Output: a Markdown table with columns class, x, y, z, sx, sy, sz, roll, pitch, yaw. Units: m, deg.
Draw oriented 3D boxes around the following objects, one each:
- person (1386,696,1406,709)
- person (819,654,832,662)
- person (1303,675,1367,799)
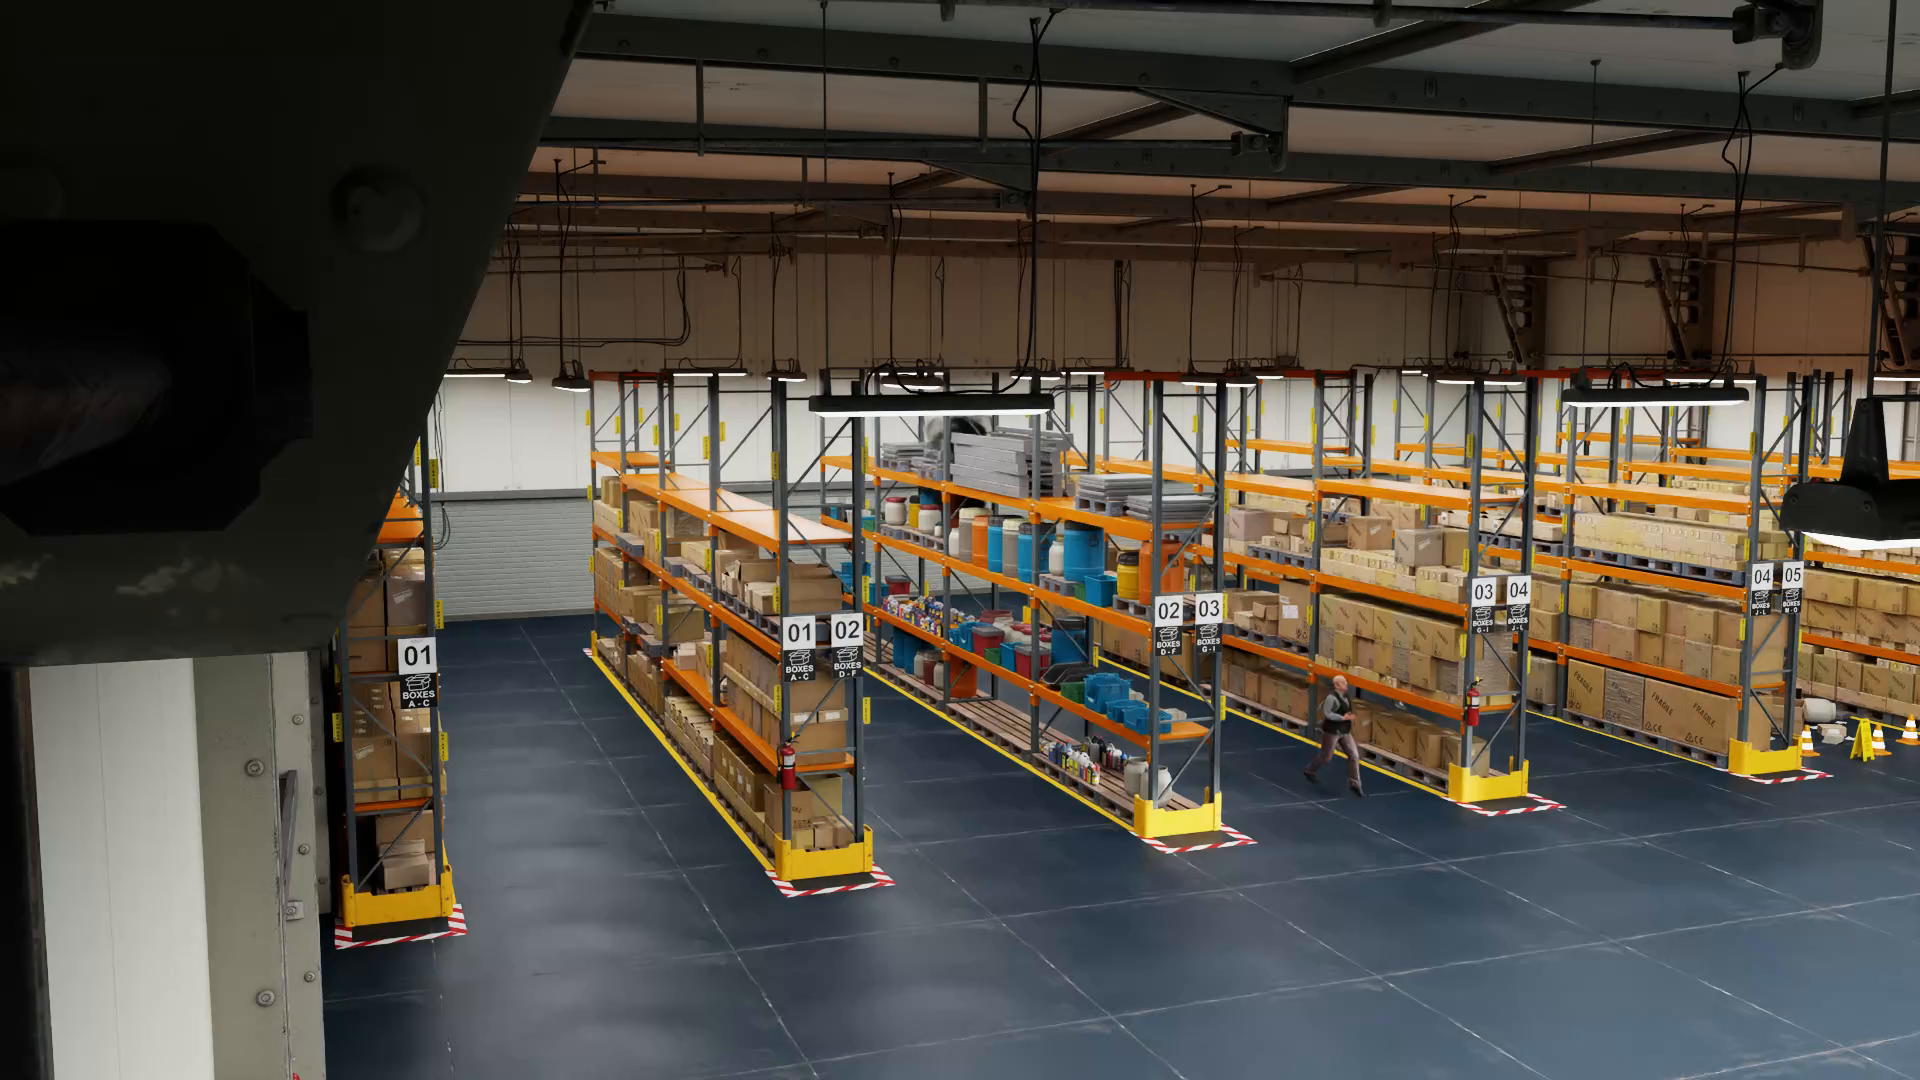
| class | x | y | z | sx | sy | sz | roll | pitch | yaw |
| --- | --- | --- | --- | --- | --- | --- | --- | --- | --- |
| person | 7.907 | 2.239 | 29.947 | 0.558 | 1.550 | 0.532 | -4 | 7 | -29 |
| person | -2.463 | 1.875 | 30.171 | 0.615 | 1.681 | 0.838 | -3 | 7 | -28 |
| person | 5.382 | 2.819 | 23.980 | 0.624 | 1.770 | 1.009 | -5 | 8 | -39 |
